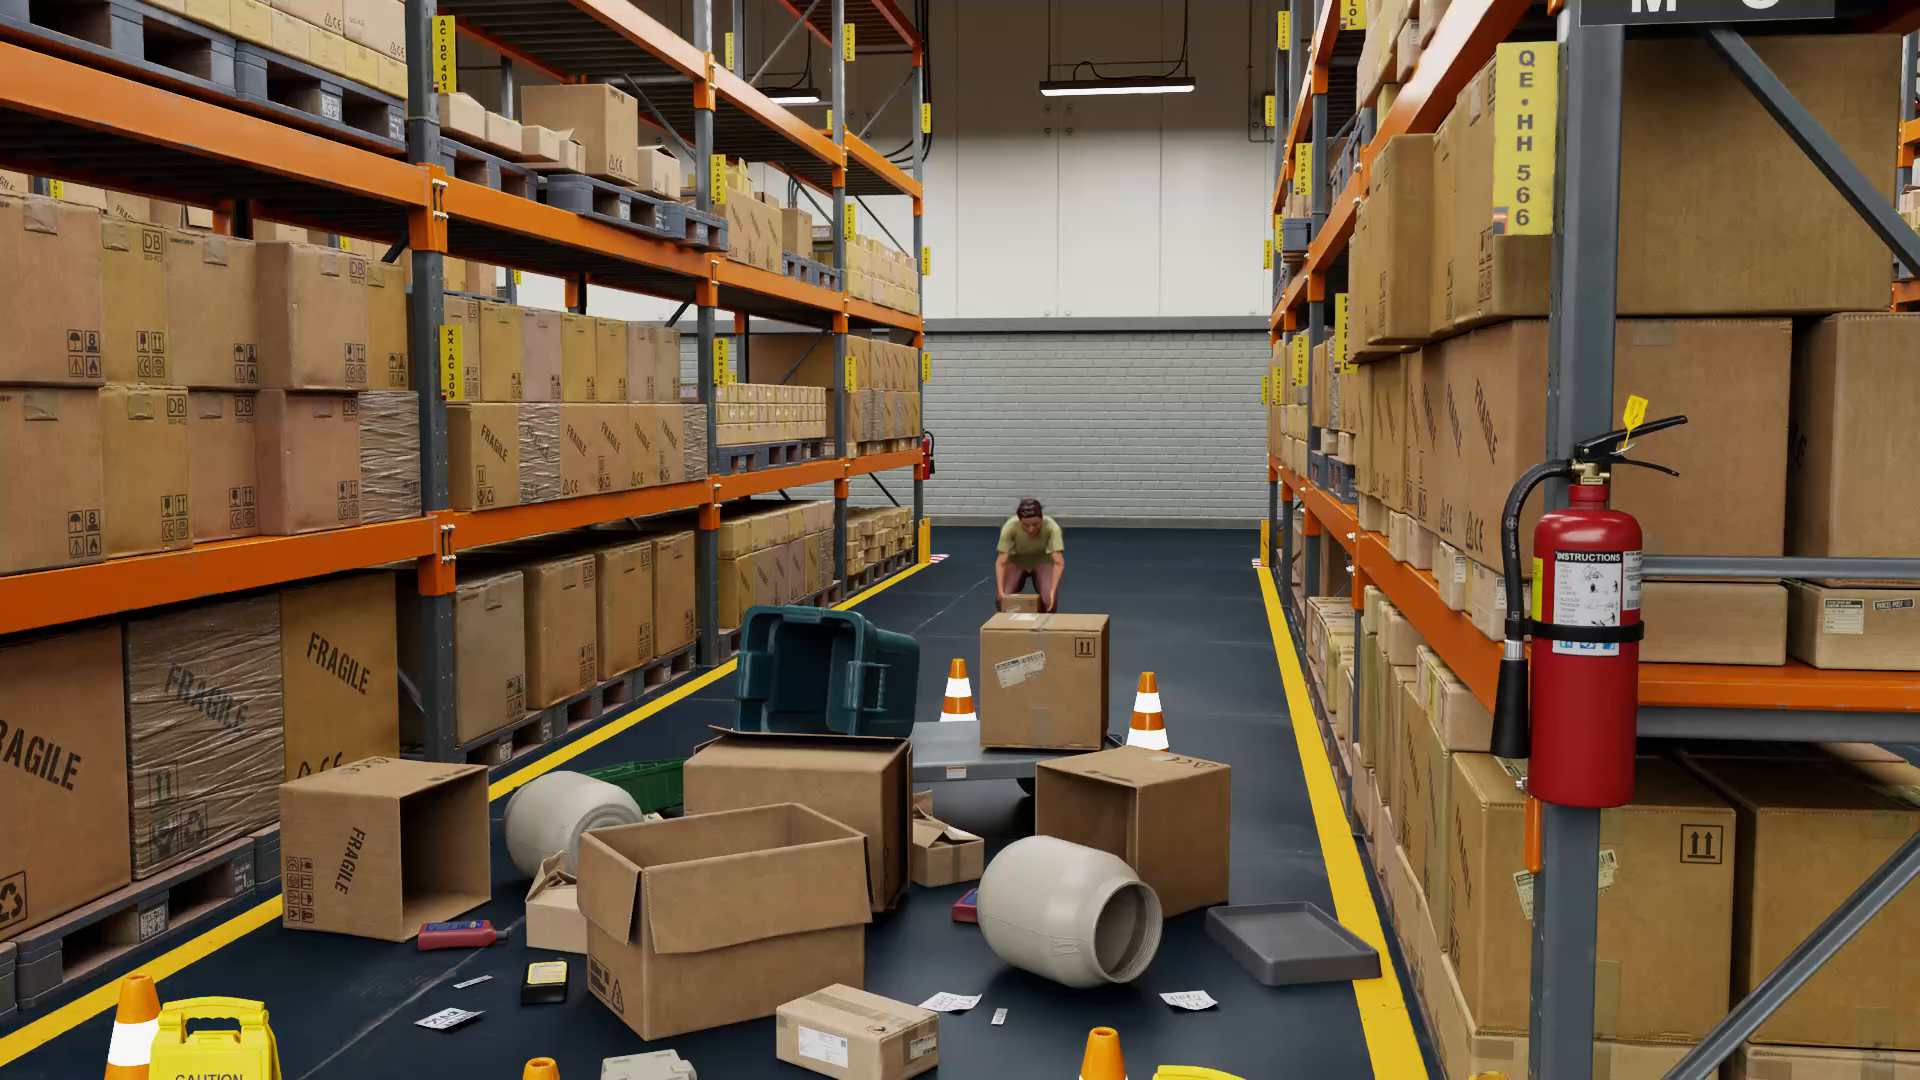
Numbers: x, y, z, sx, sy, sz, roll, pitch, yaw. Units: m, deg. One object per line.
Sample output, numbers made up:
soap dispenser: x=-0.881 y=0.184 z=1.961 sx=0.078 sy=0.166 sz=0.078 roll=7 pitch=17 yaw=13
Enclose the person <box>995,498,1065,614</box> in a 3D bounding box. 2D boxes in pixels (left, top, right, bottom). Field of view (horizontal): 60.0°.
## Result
person: x=0.524 y=0.248 z=12.132 sx=0.506 sy=1.142 sz=0.741 roll=1 pitch=5 yaw=9
